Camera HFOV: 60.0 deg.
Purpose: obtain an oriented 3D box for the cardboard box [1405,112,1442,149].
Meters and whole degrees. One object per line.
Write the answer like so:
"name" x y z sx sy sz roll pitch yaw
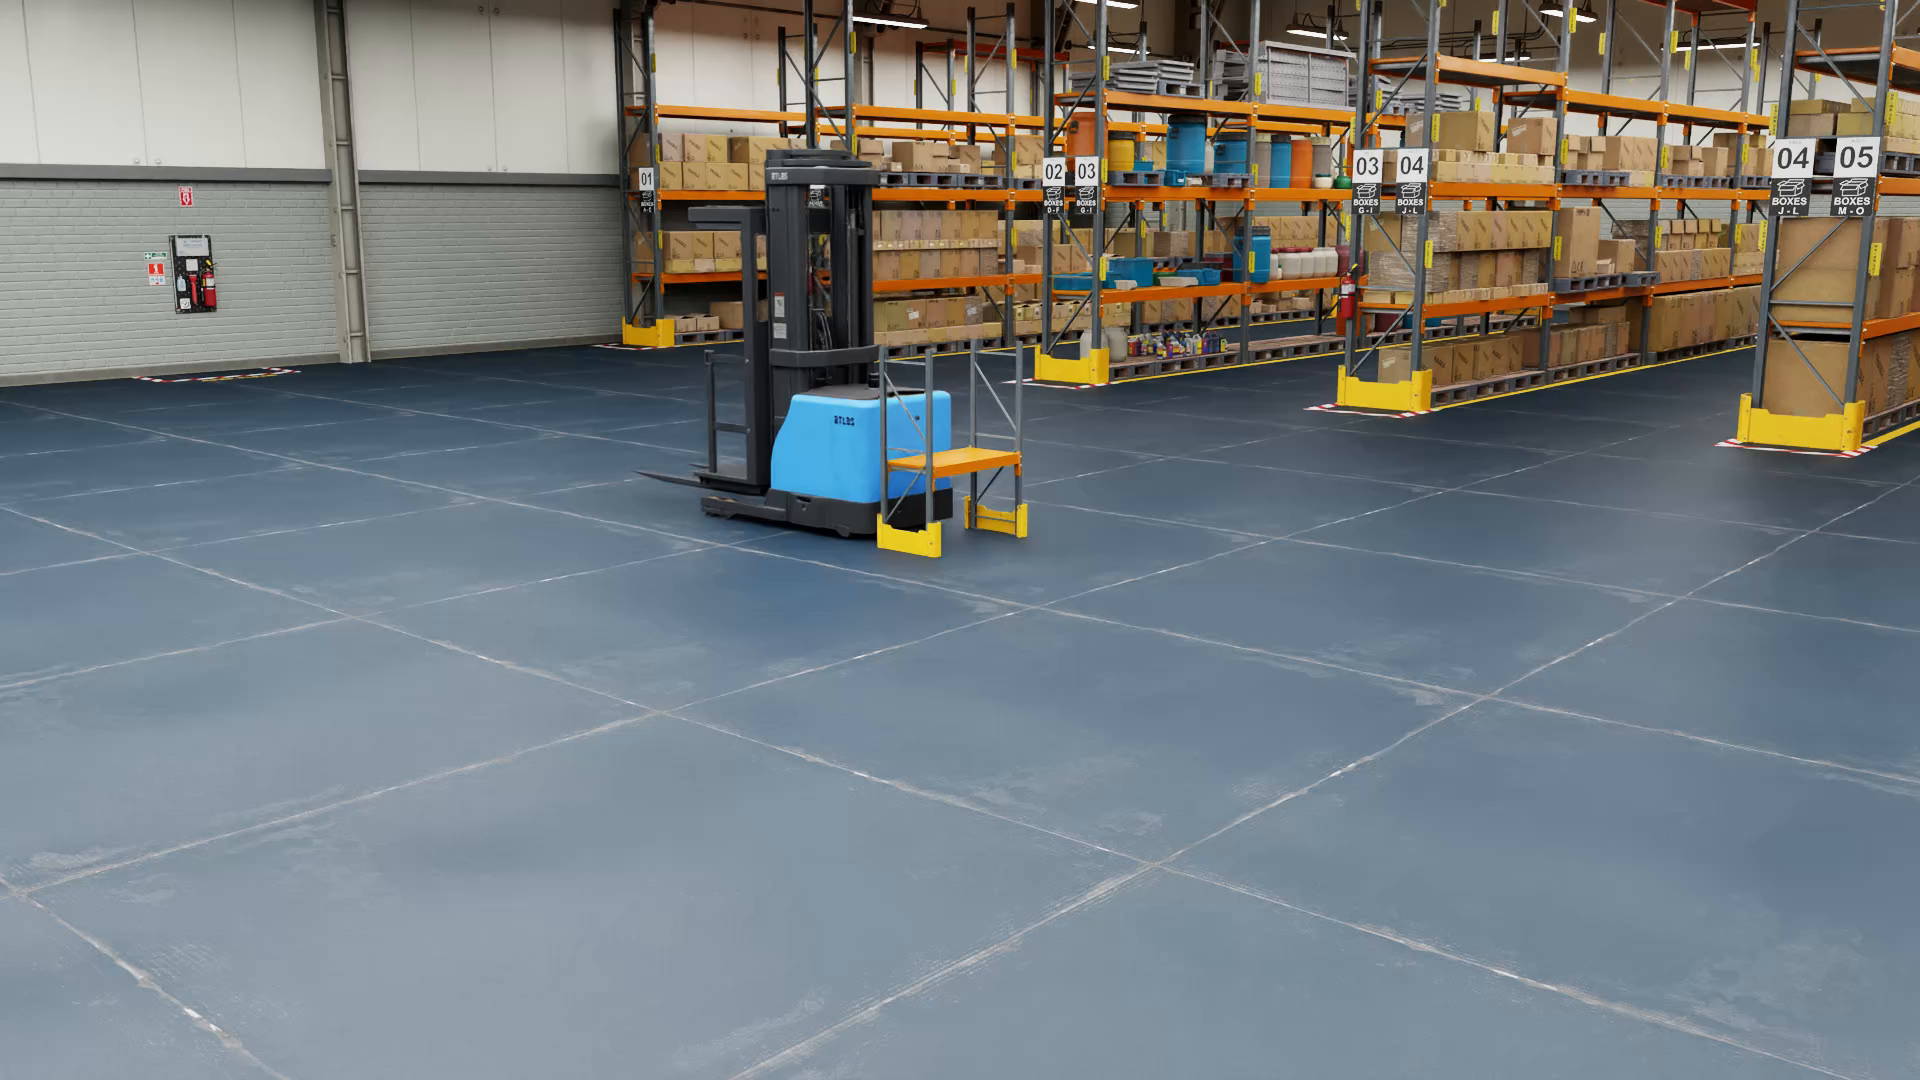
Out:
"cardboard box" 6.174 -5.326 21.771 0.500 0.500 0.500 10 15 40

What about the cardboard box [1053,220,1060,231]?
"cardboard box" 1.984 -7.312 38.682 0.500 0.250 0.500 10 15 42

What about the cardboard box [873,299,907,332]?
"cardboard box" -1.248 -3.785 28.038 0.500 0.500 0.500 10 15 40

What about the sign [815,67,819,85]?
"sign" -2.785 -9.030 32.361 0.100 0.325 0.005 10 15 40

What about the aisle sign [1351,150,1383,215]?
"aisle sign" 5.075 -4.459 20.741 0.394 0.787 0.004 10 15 40

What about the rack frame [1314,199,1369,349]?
"rack frame" 6.902 -4.972 29.946 1.000 3.000 0.127 10 15 40

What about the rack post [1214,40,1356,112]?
"rack post" 5.497 -7.724 27.899 1.013 1.000 3.121 10 15 40

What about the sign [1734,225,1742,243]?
"sign" 13.677 -5.380 29.237 0.100 0.325 0.005 10 15 40

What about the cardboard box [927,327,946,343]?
"cardboard box" -0.585 -3.564 28.846 0.500 0.250 0.500 10 15 40

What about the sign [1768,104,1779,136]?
"sign" 8.602 -4.437 17.551 0.100 0.325 0.005 10 15 40

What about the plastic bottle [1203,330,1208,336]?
"plastic bottle" 3.944 -3.187 26.649 0.144 0.351 0.185 10 15 40

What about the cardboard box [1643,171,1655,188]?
"cardboard box" 10.493 -5.627 25.952 0.500 0.250 0.500 10 15 40

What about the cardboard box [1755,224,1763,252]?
"cardboard box" 14.442 -5.546 30.530 0.500 0.500 0.500 9 15 39

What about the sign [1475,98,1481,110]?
"sign" 9.954 -8.329 31.968 0.100 0.325 0.005 10 15 40

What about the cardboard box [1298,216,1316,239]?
"cardboard box" 7.705 -7.077 37.677 0.500 0.500 0.500 10 15 42

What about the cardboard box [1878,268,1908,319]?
"cardboard box" 10.022 -2.782 18.601 0.875 0.550 0.550 10 15 40

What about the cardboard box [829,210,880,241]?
"cardboard box" -1.745 -5.196 27.500 0.700 0.500 0.500 10 15 41

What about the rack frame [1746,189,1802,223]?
"rack frame" 15.903 -5.509 32.633 1.000 3.000 0.127 10 15 40

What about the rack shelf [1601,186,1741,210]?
"rack shelf" 11.942 -5.744 27.990 1.077 0.370 4.000 10 15 40

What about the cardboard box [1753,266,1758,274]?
"cardboard box" 14.395 -4.952 30.485 0.380 0.149 0.250 9 15 40

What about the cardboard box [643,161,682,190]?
"cardboard box" -5.413 -6.623 30.245 0.500 0.500 0.500 10 15 42

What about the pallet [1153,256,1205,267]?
"pallet" 4.464 -5.806 34.610 1.003 0.211 1.213 10 15 40

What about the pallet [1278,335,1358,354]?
"pallet" 6.361 -3.496 29.674 1.003 0.211 1.213 10 15 40

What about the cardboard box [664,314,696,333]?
"cardboard box" -5.297 -4.063 31.138 0.500 0.311 0.500 8 14 34

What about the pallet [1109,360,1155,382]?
"pallet" 2.176 -2.564 25.008 1.003 0.211 1.213 10 15 40

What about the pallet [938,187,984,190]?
"pallet" -0.155 -7.733 36.593 1.213 0.211 1.003 11 16 43

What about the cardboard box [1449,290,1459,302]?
"cardboard box" 6.214 -3.151 21.471 0.380 0.149 0.250 10 15 40

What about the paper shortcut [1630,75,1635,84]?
"paper shortcut" 11.099 -7.604 27.452 0.009 0.170 0.078 23 -8 37

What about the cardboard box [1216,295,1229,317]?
"cardboard box" 5.381 -5.010 35.396 0.500 0.500 0.500 10 15 41

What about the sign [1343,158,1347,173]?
"sign" 8.868 -8.620 38.294 0.100 0.325 0.005 10 15 40

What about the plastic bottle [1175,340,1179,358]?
"plastic bottle" 3.344 -2.964 25.738 0.097 0.271 0.097 0 11 0

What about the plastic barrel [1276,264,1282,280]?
"plastic barrel" 5.250 -4.491 27.889 0.301 0.262 0.301 0 11 0

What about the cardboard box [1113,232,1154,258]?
"cardboard box" 3.514 -5.975 33.642 0.700 0.500 0.500 4 12 21

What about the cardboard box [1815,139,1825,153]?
"cardboard box" 8.965 -4.194 17.706 0.380 0.149 0.250 10 15 40

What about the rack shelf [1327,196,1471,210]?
"rack shelf" 8.222 -6.384 31.196 1.077 0.370 4.000 10 15 40

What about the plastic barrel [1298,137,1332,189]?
"plastic barrel" 6.196 -6.596 29.139 0.600 0.901 0.600 0 11 0

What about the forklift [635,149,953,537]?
"forklift" -1.497 -1.674 13.607 3.031 2.935 1.130 10 15 40

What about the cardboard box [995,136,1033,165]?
"cardboard box" 0.980 -7.081 30.244 0.500 0.500 0.500 10 15 41

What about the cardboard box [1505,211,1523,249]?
"cardboard box" 7.232 -4.179 22.410 0.500 0.500 0.500 10 15 40

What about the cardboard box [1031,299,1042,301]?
"cardboard box" 1.599 -4.478 31.987 0.500 0.311 0.500 10 15 40

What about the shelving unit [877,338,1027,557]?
"shelving unit" -0.050 -0.724 12.508 0.587 1.500 1.083 10 15 40

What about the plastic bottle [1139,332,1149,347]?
"plastic bottle" 2.889 -3.117 26.301 0.144 0.351 0.185 11 15 43

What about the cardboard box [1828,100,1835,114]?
"cardboard box" 9.134 -4.622 17.815 0.380 0.149 0.250 10 15 41

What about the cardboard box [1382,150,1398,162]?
"cardboard box" 5.290 -4.829 20.936 0.380 0.149 0.250 10 15 40

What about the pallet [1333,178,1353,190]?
"pallet" 7.480 -6.450 30.171 1.003 0.211 1.213 10 15 40

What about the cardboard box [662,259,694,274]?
"cardboard box" -5.260 -5.043 30.633 0.500 0.250 0.500 9 15 39

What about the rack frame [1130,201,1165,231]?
"rack frame" 4.741 -7.430 42.252 1.000 3.000 0.127 10 15 40

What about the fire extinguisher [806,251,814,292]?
"fire extinguisher" -2.525 -4.441 27.484 0.296 0.674 0.183 10 15 40

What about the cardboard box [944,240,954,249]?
"cardboard box" -0.315 -5.137 28.862 0.380 0.149 0.250 10 15 42

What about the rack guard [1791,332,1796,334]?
"rack guard" 15.919 -4.286 32.896 1.175 0.500 0.348 10 15 40

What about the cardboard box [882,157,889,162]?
"cardboard box" -1.536 -6.311 27.948 0.500 0.250 0.500 10 15 40

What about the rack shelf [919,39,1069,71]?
"rack shelf" 0.780 -10.766 36.990 1.077 0.370 4.000 10 15 40

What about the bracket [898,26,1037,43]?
"bracket" 0.193 -11.275 36.995 0.076 0.066 4.783 10 15 40

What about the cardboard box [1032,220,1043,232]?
"cardboard box" 1.639 -7.238 38.312 0.500 0.250 0.500 10 15 42

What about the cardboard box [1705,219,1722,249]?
"cardboard box" 12.847 -5.366 29.103 0.797 0.503 0.637 9 15 39
